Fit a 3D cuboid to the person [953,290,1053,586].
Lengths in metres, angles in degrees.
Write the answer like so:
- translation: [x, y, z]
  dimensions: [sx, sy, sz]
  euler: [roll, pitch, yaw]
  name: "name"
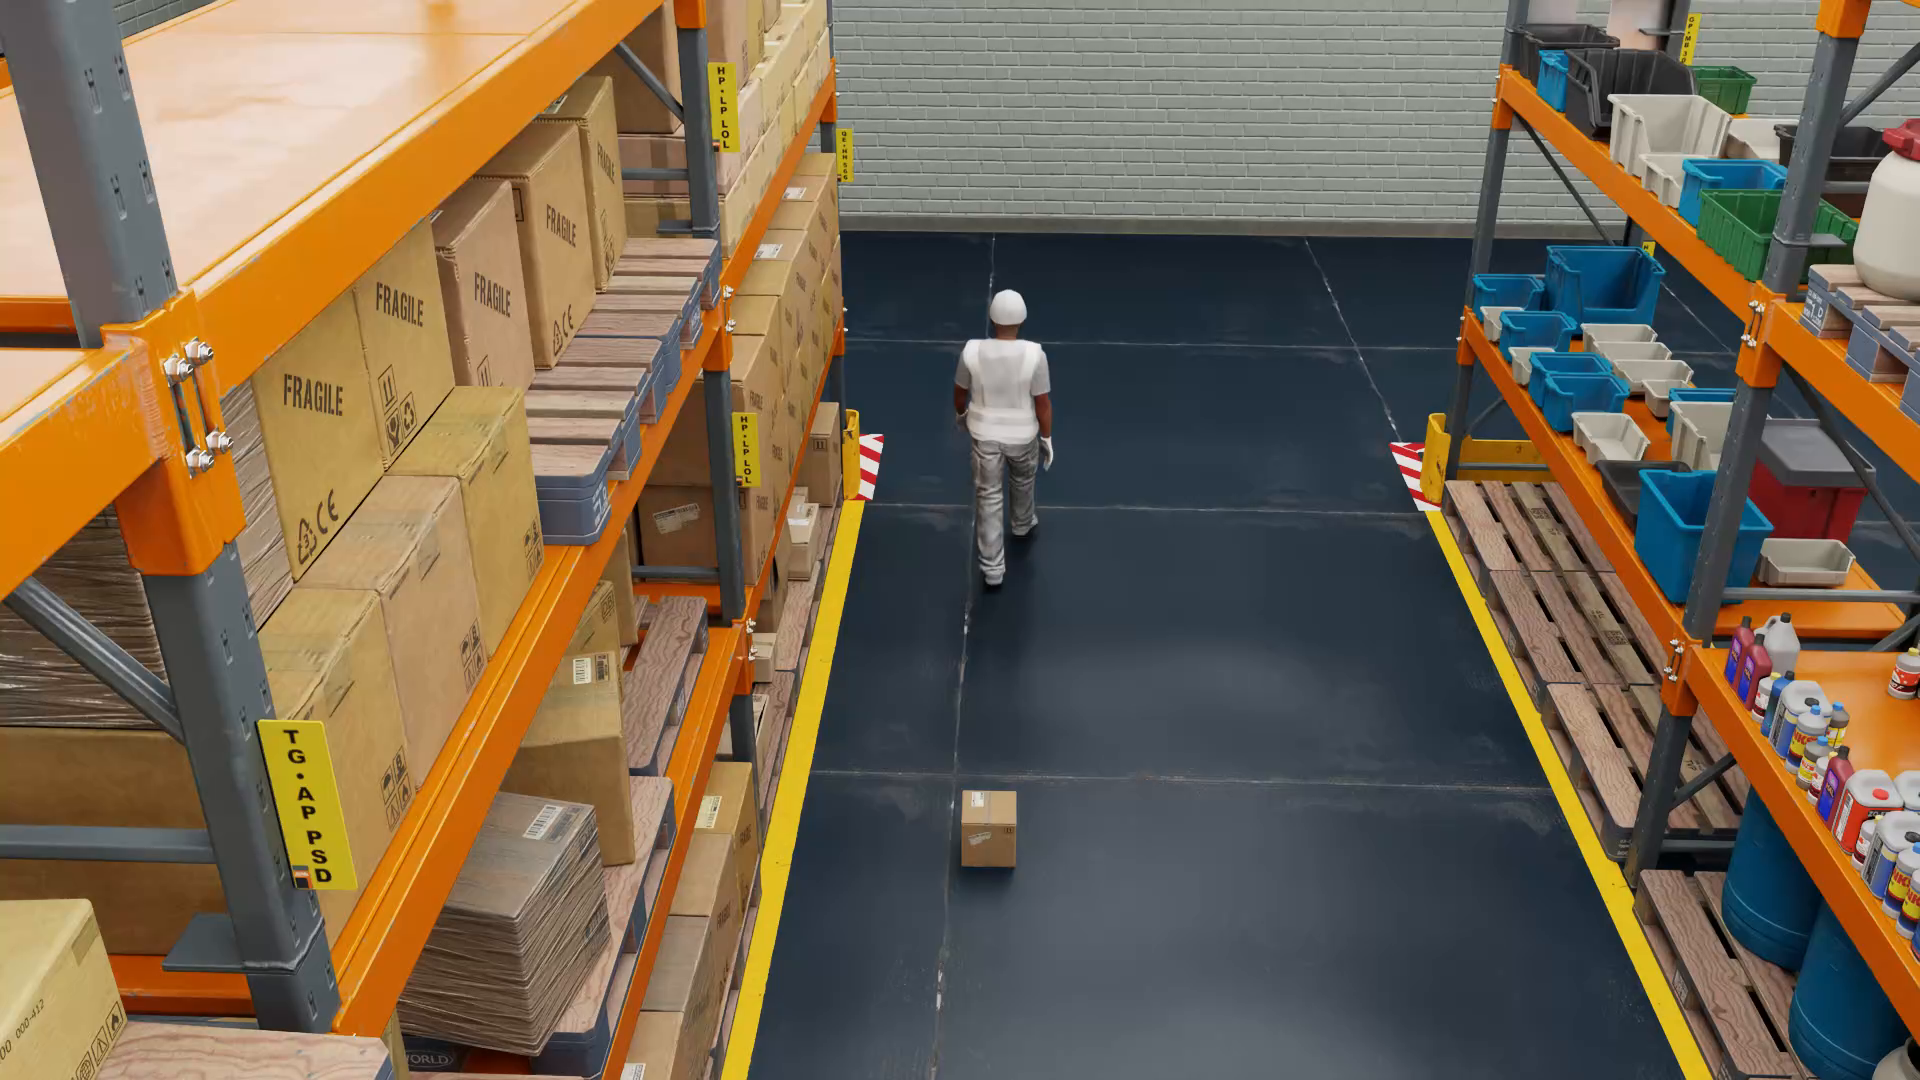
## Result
- translation: [0.262, -0.702, 9.897]
  dimensions: [0.599, 1.733, 0.965]
  euler: [2, 28, 3]
  name: "person"
